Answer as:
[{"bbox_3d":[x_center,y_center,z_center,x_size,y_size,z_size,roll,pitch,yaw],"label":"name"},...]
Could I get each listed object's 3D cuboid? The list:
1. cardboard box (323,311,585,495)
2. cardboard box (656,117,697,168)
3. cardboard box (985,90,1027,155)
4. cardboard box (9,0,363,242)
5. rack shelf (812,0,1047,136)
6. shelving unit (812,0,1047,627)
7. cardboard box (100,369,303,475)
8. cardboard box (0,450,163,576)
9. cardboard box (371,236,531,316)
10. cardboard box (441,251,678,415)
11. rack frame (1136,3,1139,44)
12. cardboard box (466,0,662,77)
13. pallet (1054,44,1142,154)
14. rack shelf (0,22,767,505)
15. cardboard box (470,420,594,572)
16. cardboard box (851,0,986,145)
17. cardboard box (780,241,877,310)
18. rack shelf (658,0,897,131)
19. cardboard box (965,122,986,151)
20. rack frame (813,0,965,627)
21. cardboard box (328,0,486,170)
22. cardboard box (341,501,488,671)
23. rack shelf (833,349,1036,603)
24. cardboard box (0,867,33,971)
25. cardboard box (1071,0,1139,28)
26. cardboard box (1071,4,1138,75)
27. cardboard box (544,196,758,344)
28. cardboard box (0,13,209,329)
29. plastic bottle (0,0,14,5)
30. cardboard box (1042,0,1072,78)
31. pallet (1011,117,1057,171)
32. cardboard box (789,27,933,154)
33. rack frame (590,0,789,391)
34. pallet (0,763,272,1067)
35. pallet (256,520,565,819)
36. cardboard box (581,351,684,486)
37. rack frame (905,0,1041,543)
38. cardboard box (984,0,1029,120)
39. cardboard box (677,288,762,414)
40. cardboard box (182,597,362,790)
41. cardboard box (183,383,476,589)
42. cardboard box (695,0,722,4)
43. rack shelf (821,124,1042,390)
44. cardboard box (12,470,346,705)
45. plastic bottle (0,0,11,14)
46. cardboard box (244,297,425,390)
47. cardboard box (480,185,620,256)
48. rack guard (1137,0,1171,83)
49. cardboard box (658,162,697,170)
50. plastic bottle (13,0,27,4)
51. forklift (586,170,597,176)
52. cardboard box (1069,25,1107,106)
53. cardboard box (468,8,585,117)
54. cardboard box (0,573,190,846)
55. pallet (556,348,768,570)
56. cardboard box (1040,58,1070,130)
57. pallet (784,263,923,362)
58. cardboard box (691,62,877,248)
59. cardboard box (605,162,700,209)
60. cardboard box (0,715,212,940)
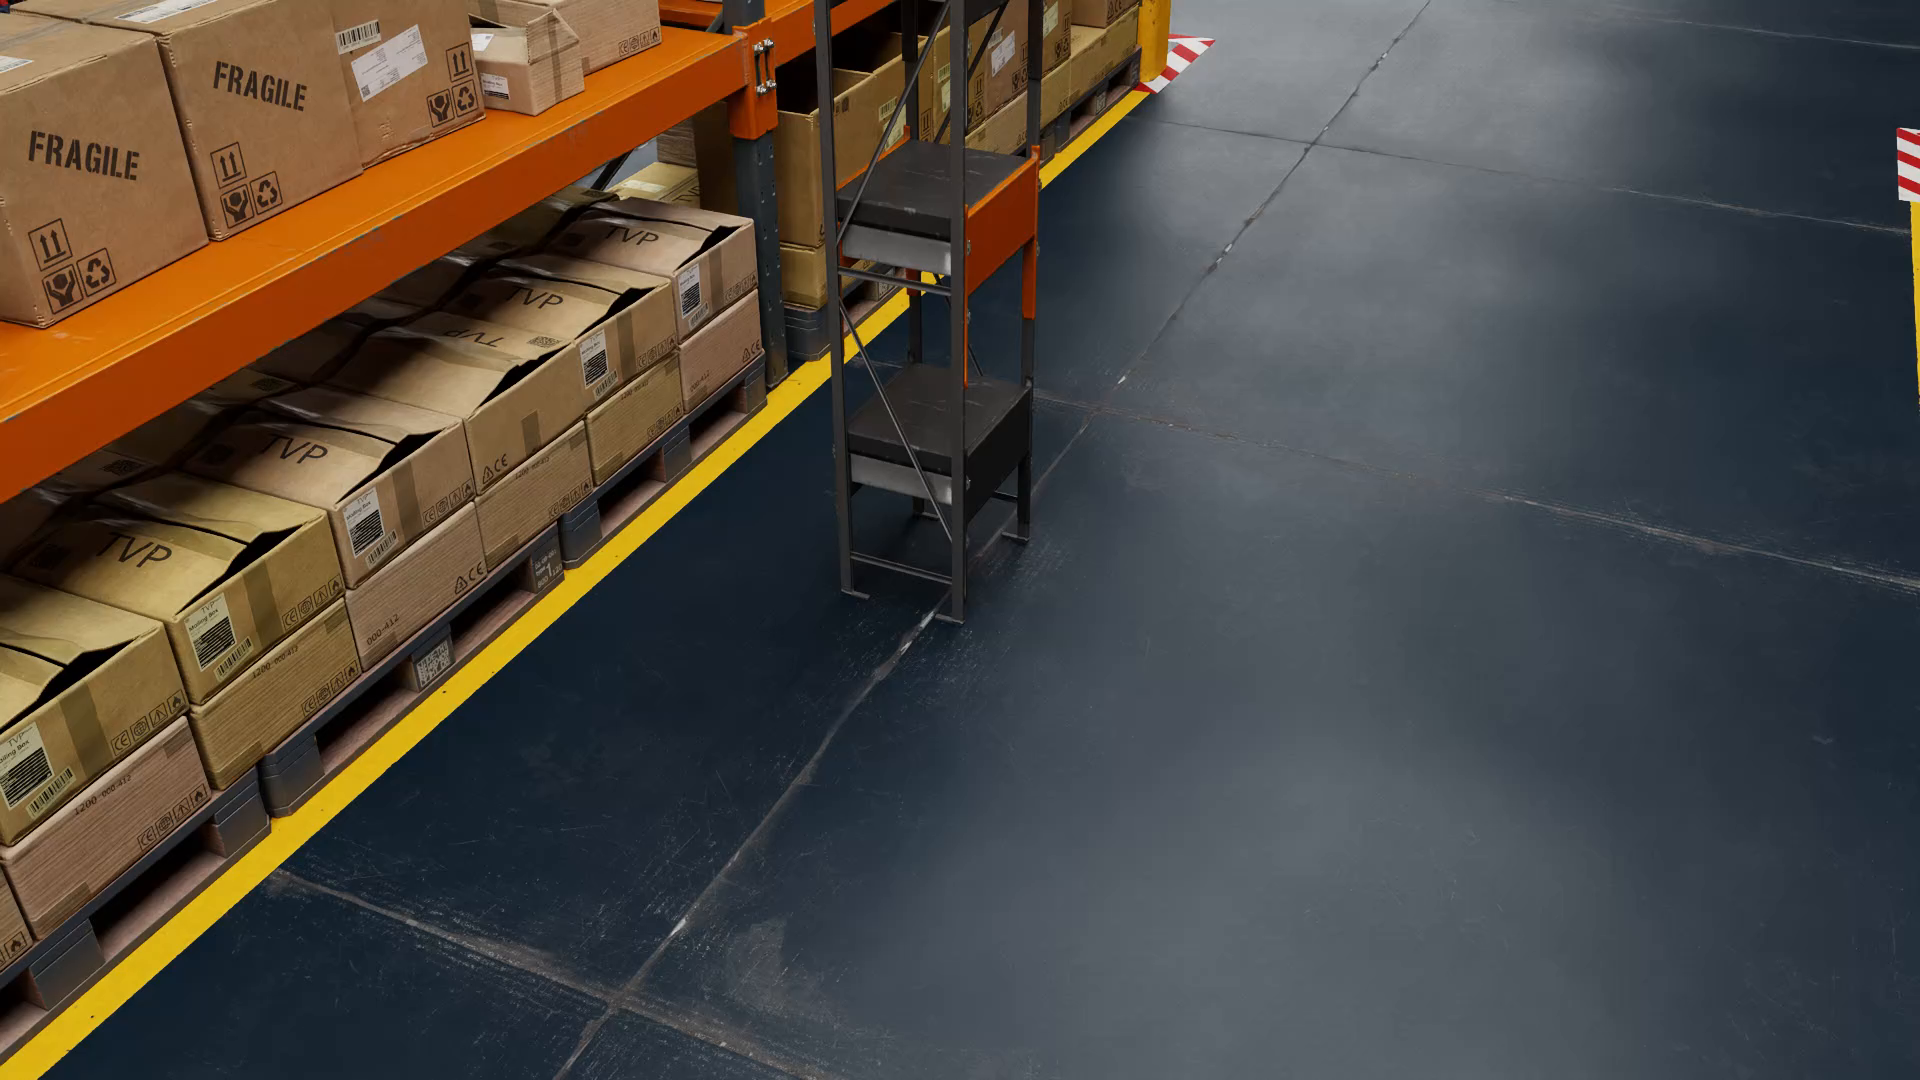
[{"bbox_3d":[-1.447,-0.430,4.783,0.500,0.311,0.500,14,36,20],"label":"cardboard box"},{"bbox_3d":[-0.900,-1.813,6.719,0.500,0.500,0.500,14,36,20],"label":"cardboard box"},{"bbox_3d":[-0.014,-1.879,7.505,0.500,0.250,0.500,14,36,20],"label":"cardboard box"},{"bbox_3d":[-1.881,-1.097,4.096,0.500,0.500,0.500,14,36,21],"label":"cardboard box"},{"bbox_3d":[-0.069,-1.370,4.172,0.431,0.518,0.480,14,36,20],"label":"rack shelf"},{"bbox_3d":[-0.069,-0.796,4.549,0.431,2.100,0.503,14,36,20],"label":"shelving unit"},{"bbox_3d":[-2.156,-0.291,4.572,0.500,0.311,0.500,15,36,22],"label":"cardboard box"},{"bbox_3d":[-2.368,-0.042,4.192,0.500,0.311,0.500,14,36,20],"label":"cardboard box"},{"bbox_3d":[-1.729,-0.809,5.362,0.500,0.311,0.500,14,36,20],"label":"cardboard box"},{"bbox_3d":[-1.236,-0.678,5.162,0.500,0.311,0.500,15,36,22],"label":"cardboard box"},{"bbox_3d":[0.558,-3.938,8.520,1.000,3.000,0.127,14,36,20],"label":"rack frame"},{"bbox_3d":[-1.282,-1.628,5.134,0.500,0.250,0.500,17,37,23],"label":"cardboard box"},{"bbox_3d":[0.276,-2.381,8.689,1.003,0.211,1.213,14,36,20],"label":"pallet"},{"bbox_3d":[-1.952,-0.649,4.160,1.077,0.370,4.000,14,36,20],"label":"rack shelf"},{"bbox_3d":[-1.452,-0.192,4.932,0.500,0.250,0.500,15,36,22],"label":"cardboard box"},{"bbox_3d":[-0.219,-1.942,6.917,0.500,0.500,0.500,14,36,20],"label":"cardboard box"},{"bbox_3d":[-0.646,-1.133,6.367,0.500,0.250,0.500,14,36,20],"label":"cardboard box"},{"bbox_3d":[-0.279,-2.641,7.198,1.077,0.370,4.000,14,36,20],"label":"rack shelf"},{"bbox_3d":[-0.218,-1.629,7.123,0.500,0.250,0.500,14,36,20],"label":"cardboard box"},{"bbox_3d":[-0.171,-0.674,4.363,0.400,2.100,0.015,14,36,20],"label":"rack frame"},{"bbox_3d":[-1.672,-1.346,4.477,0.500,0.500,0.500,17,37,24],"label":"cardboard box"},{"bbox_3d":[-1.667,0.061,4.546,0.500,0.250,0.500,15,36,21],"label":"cardboard box"},{"bbox_3d":[-0.069,-0.199,4.940,0.431,0.518,0.480,14,36,20],"label":"rack shelf"},{"bbox_3d":[-2.303,0.827,3.377,0.500,0.250,0.500,14,36,20],"label":"cardboard box"},{"bbox_3d":[0.604,-2.942,8.442,0.500,0.500,0.500,14,36,20],"label":"cardboard box"},{"bbox_3d":[0.602,-2.629,8.648,0.500,0.250,0.500,14,36,20],"label":"cardboard box"},{"bbox_3d":[-1.024,-0.939,5.559,0.500,0.311,0.500,14,36,20],"label":"cardboard box"},{"bbox_3d":[-2.102,-0.835,3.696,0.500,0.500,0.500,12,35,18],"label":"cardboard box"},{"bbox_3d":[-5.251,-2.966,9.125,0.097,0.271,0.097,0,33,0],"label":"plastic bottle"},{"bbox_3d":[0.199,-2.440,7.677,0.500,0.500,0.500,14,36,20],"label":"cardboard box"},{"bbox_3d":[-0.235,-1.776,7.766,1.003,0.211,1.213,14,36,20],"label":"pallet"},{"bbox_3d":[-0.435,-1.695,6.540,0.500,0.500,0.500,14,36,20],"label":"cardboard box"},{"bbox_3d":[-1.115,-1.946,5.482,1.000,3.000,0.127,14,36,20],"label":"rack frame"},{"bbox_3d":[-2.409,0.812,3.820,1.003,0.211,1.213,14,36,20],"label":"pallet"},{"bbox_3d":[-1.897,0.206,4.743,1.003,0.211,1.213,14,36,20],"label":"pallet"},{"bbox_3d":[-1.239,-0.447,5.321,0.500,0.250,0.500,14,36,20],"label":"cardboard box"},{"bbox_3d":[0.033,-0.917,4.734,0.400,2.100,0.015,14,36,20],"label":"rack frame"},{"bbox_3d":[-0.011,-2.192,7.298,0.500,0.500,0.500,14,36,20],"label":"cardboard box"},{"bbox_3d":[-1.025,-0.698,5.704,0.500,0.250,0.500,14,36,20],"label":"cardboard box"},{"bbox_3d":[-1.881,0.316,4.157,0.500,0.250,0.500,13,36,19],"label":"cardboard box"},{"bbox_3d":[-1.661,-0.180,4.403,0.500,0.311,0.500,14,36,20],"label":"cardboard box"},{"bbox_3d":[-0.935,-2.210,5.794,0.700,0.500,0.500,13,36,19],"label":"cardboard box"},{"bbox_3d":[-0.069,-0.784,4.556,0.431,0.518,0.480,14,36,20],"label":"rack shelf"},{"bbox_3d":[-1.875,0.076,4.012,0.500,0.311,0.500,13,35,19],"label":"cardboard box"},{"bbox_3d":[-4.819,-2.561,8.435,0.144,0.351,0.185,13,35,18],"label":"plastic bottle"},{"bbox_3d":[-1.944,-0.551,4.968,0.500,0.311,0.500,13,35,19],"label":"cardboard box"},{"bbox_3d":[-1.514,-1.057,5.740,0.500,0.311,0.500,14,36,21],"label":"cardboard box"},{"bbox_3d":[0.568,-2.905,9.224,1.175,0.500,0.348,14,36,20],"label":"rack guard"},{"bbox_3d":[-0.902,-1.499,6.926,0.500,0.250,0.500,14,36,20],"label":"cardboard box"},{"bbox_3d":[-5.208,-2.989,9.223,0.097,0.201,0.097,0,33,0],"label":"plastic bottle"},{"bbox_3d":[-2.865,-2.480,6.359,1.130,2.935,3.031,19,38,27],"label":"forklift"},{"bbox_3d":[0.404,-2.377,8.264,0.500,0.250,0.500,14,36,20],"label":"cardboard box"},{"bbox_3d":[-1.316,-1.409,4.787,0.396,0.266,0.258,13,36,19],"label":"cardboard box"},{"bbox_3d":[-2.091,0.329,3.626,0.500,0.311,0.500,13,36,19],"label":"cardboard box"},{"bbox_3d":[-1.388,-0.404,5.673,1.003,0.211,1.213,14,36,20],"label":"pallet"},{"bbox_3d":[0.196,-2.128,7.884,0.500,0.250,0.500,14,36,20],"label":"cardboard box"},{"bbox_3d":[-0.745,-1.166,6.836,1.003,0.211,1.213,14,36,20],"label":"pallet"},{"bbox_3d":[-0.637,-1.444,6.158,0.500,0.500,0.500,14,36,20],"label":"cardboard box"},{"bbox_3d":[-1.120,-1.253,6.549,0.500,0.250,0.500,14,36,20],"label":"cardboard box"},{"bbox_3d":[-2.093,0.577,3.760,0.500,0.250,0.500,13,35,19],"label":"cardboard box"}]
